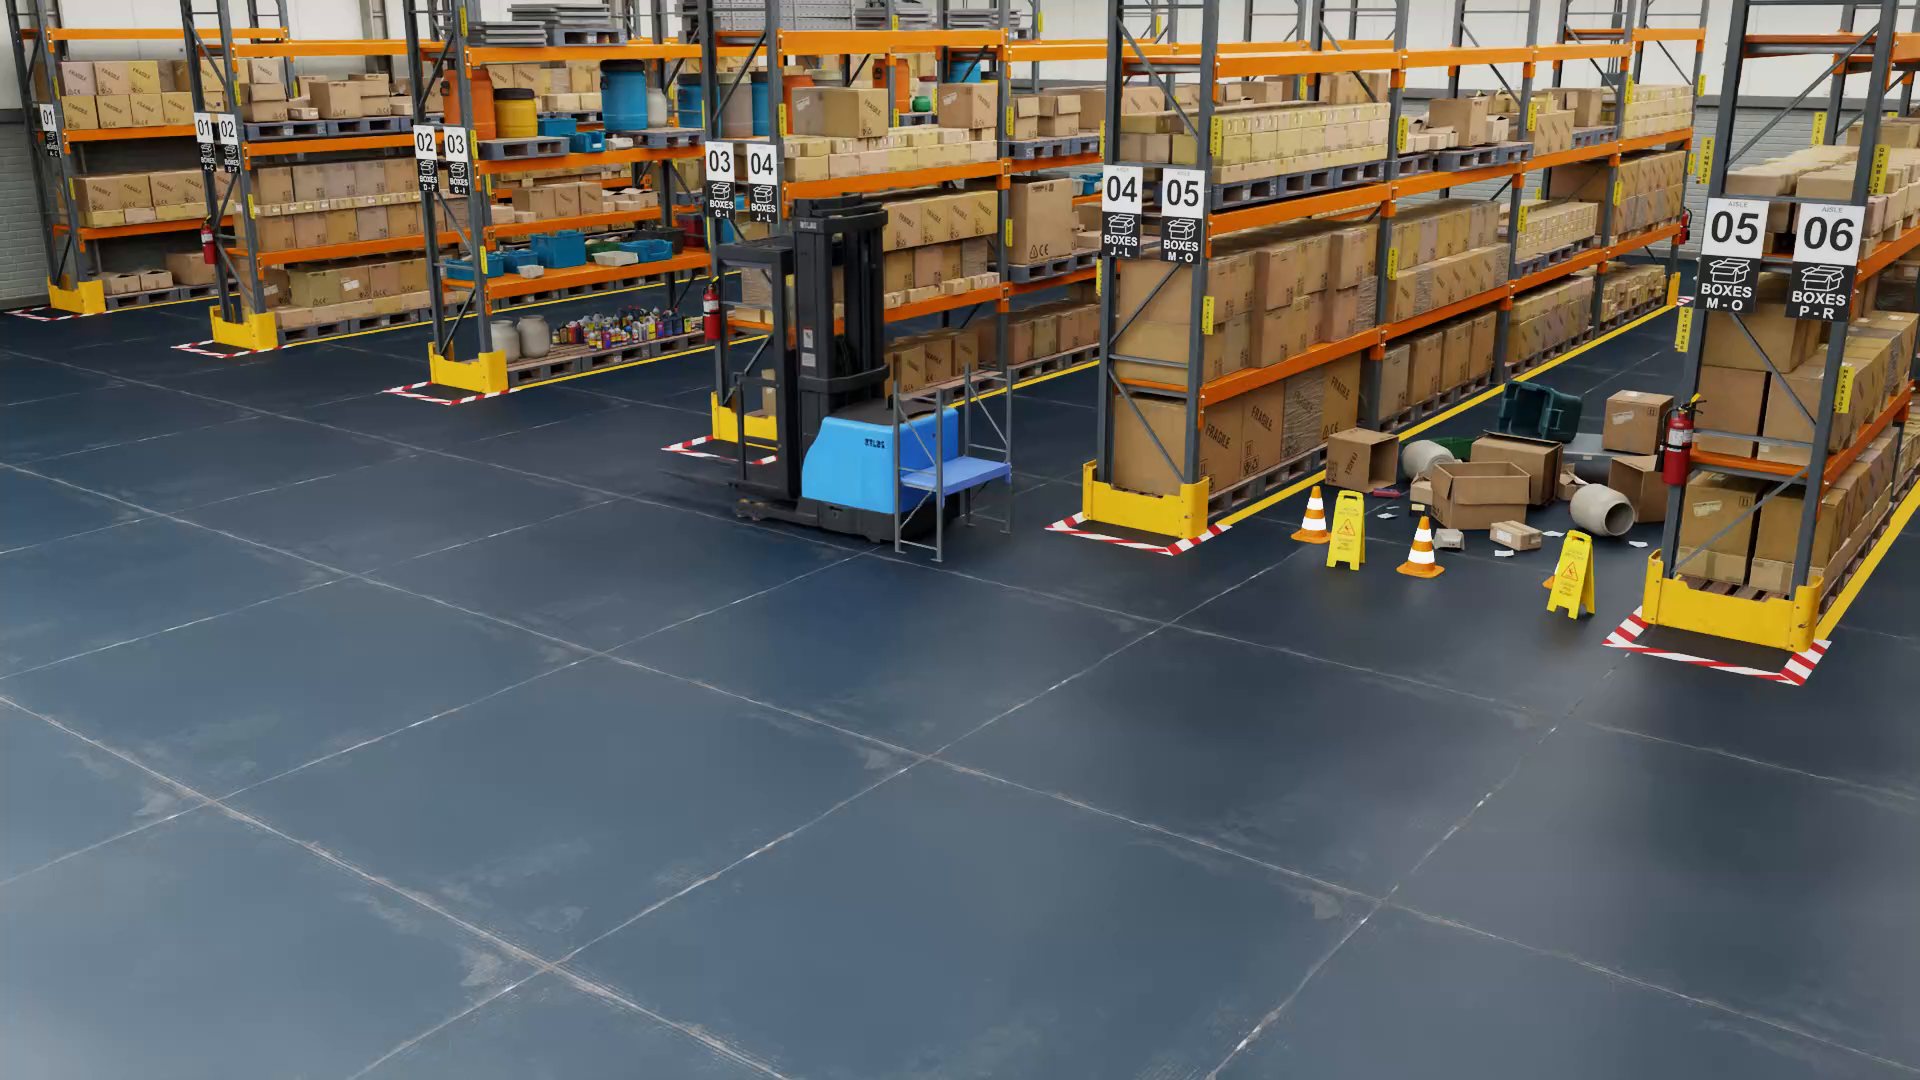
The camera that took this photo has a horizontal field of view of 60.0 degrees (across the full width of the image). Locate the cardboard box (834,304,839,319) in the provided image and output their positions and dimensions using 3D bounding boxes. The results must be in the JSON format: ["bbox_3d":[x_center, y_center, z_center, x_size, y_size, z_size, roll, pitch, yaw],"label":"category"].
[{"bbox_3d":[-1.543,-2.501,18.165,0.380,0.149,0.250,12,21,35],"label":"cardboard box"}]

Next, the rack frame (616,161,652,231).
[{"bbox_3d":[-7.014,-7.967,35.340,1.000,3.000,0.127,12,21,35],"label":"rack frame"}]

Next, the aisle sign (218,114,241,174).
[{"bbox_3d":[-9.976,-5.406,22.710,0.394,0.787,0.004,12,21,35],"label":"aisle sign"}]

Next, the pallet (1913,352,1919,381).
[{"bbox_3d":[8.685,-1.749,15.641,1.003,0.211,1.213,12,21,35],"label":"pallet"}]

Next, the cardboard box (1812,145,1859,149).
[{"bbox_3d":[7.663,-3.360,14.527,0.380,0.149,0.250,12,21,34],"label":"cardboard box"}]

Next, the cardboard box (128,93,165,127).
[{"bbox_3d":[-13.109,-6.880,26.580,0.500,0.500,0.500,14,22,37],"label":"cardboard box"}]

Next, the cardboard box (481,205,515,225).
[{"bbox_3d":[-7.542,-5.240,26.813,0.500,0.250,0.500,14,22,38],"label":"cardboard box"}]

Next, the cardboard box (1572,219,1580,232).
[{"bbox_3d":[8.300,-4.346,22.894,0.380,0.149,0.250,12,21,33],"label":"cardboard box"}]

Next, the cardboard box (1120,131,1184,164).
[{"bbox_3d":[1.761,-3.499,14.771,0.500,0.250,0.500,13,21,35],"label":"cardboard box"}]

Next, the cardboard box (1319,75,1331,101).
[{"bbox_3d":[5.663,-7.394,27.392,0.700,0.500,0.500,14,22,37],"label":"cardboard box"}]

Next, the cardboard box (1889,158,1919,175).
[{"bbox_3d":[7.380,-2.943,13.183,0.380,0.149,0.250,13,21,35],"label":"cardboard box"}]

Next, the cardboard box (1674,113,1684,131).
[{"bbox_3d":[10.870,-6.476,25.735,0.500,0.250,0.500,12,21,35],"label":"cardboard box"}]

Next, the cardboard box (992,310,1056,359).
[{"bbox_3d":[0.836,-2.704,21.868,0.700,0.500,0.500,12,21,34],"label":"cardboard box"}]

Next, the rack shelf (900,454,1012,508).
[{"bbox_3d":[-0.051,-0.524,14.509,0.538,0.185,1.000,12,21,35],"label":"rack shelf"}]

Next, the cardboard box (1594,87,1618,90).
[{"bbox_3d":[9.695,-6.730,25.036,0.380,0.149,0.250,12,21,34],"label":"cardboard box"}]

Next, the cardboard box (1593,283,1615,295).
[{"bbox_3d":[9.538,-3.733,24.802,0.380,0.149,0.250,12,21,34],"label":"cardboard box"}]

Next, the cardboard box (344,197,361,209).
[{"bbox_3d":[-9.011,-4.954,24.377,0.380,0.149,0.250,12,21,34],"label":"cardboard box"}]

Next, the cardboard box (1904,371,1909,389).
[{"bbox_3d":[8.166,-1.434,14.726,0.380,0.149,0.250,12,21,34],"label":"cardboard box"}]

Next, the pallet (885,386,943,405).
[{"bbox_3d":[-0.944,-1.646,19.687,1.003,0.211,1.213,12,21,35],"label":"pallet"}]

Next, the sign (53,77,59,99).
[{"bbox_3d":[-13.728,-6.863,25.253,0.100,0.325,0.005,12,21,35],"label":"sign"}]

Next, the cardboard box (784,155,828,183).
[{"bbox_3d":[-1.735,-3.913,17.480,0.500,0.250,0.500,13,22,36],"label":"cardboard box"}]

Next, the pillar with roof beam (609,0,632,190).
[{"bbox_3d":[-3.834,-10.390,33.030,9.100,9.000,0.400,12,21,35],"label":"pillar with roof beam"}]

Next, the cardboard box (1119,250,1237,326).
[{"bbox_3d":[1.946,-2.251,14.861,0.875,0.550,0.550,12,21,35],"label":"cardboard box"}]

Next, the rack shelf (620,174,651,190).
[{"bbox_3d":[-5.822,-8.099,36.981,1.077,0.370,4.000,12,21,35],"label":"rack shelf"}]

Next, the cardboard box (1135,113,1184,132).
[{"bbox_3d":[1.772,-3.723,14.820,0.380,0.149,0.250,13,21,35],"label":"cardboard box"}]

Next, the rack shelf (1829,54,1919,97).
[{"bbox_3d":[9.304,-4.491,15.919,1.077,0.370,4.000,12,21,35],"label":"rack shelf"}]

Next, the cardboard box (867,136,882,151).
[{"bbox_3d":[-1.078,-4.362,18.256,0.380,0.149,0.250,11,21,32],"label":"cardboard box"}]

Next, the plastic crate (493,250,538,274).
[{"bbox_3d":[-5.758,-3.613,21.570,0.499,0.251,0.408,12,21,35],"label":"plastic crate"}]

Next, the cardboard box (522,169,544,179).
[{"bbox_3d":[-8.583,-7.407,32.833,0.500,0.500,0.500,13,22,36],"label":"cardboard box"}]

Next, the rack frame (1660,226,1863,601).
[{"bbox_3d":[5.729,-0.731,12.041,1.000,3.000,0.127,12,21,35],"label":"rack frame"}]

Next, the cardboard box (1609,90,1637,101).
[{"bbox_3d":[9.504,-6.385,23.928,0.380,0.149,0.250,12,21,34],"label":"cardboard box"}]

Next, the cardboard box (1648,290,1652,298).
[{"bbox_3d":[10.782,-3.943,26.482,0.380,0.149,0.250,12,21,34],"label":"cardboard box"}]

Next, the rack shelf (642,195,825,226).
[{"bbox_3d":[-4.225,-6.272,31.097,1.077,0.370,4.000,12,21,35],"label":"rack shelf"}]

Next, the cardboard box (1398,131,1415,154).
[{"bbox_3d":[4.637,-4.251,17.667,0.258,0.266,0.396,12,21,34],"label":"cardboard box"}]

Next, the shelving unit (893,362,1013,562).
[{"bbox_3d":[-0.051,-0.696,14.456,0.538,1.500,1.048,12,21,35],"label":"shelving unit"}]

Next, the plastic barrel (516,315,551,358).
[{"bbox_3d":[-5.578,-2.660,21.738,0.421,0.512,0.421,0,17,0],"label":"plastic barrel"}]

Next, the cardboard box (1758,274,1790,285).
[{"bbox_3d":[6.387,-1.818,13.184,0.700,0.500,0.500,12,21,34],"label":"cardboard box"}]

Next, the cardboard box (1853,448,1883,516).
[{"bbox_3d":[7.371,-0.498,13.954,0.500,0.500,0.500,14,22,38],"label":"cardboard box"}]

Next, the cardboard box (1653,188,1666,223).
[{"bbox_3d":[10.560,-5.186,25.716,0.500,0.500,0.500,13,21,35],"label":"cardboard box"}]

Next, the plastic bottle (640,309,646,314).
[{"bbox_3d":[-4.537,-3.140,23.647,0.152,0.276,0.135,13,22,37],"label":"plastic bottle"}]

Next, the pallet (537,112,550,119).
[{"bbox_3d":[-7.285,-6.740,26.656,0.805,0.209,1.217,11,21,33],"label":"pallet"}]

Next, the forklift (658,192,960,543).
[{"bbox_3d":[-1.502,-1.692,15.250,3.031,2.935,1.130,12,21,33],"label":"forklift"}]

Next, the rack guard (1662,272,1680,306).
[{"bbox_3d":[11.182,-4.181,27.365,1.175,0.500,0.348,12,21,35],"label":"rack guard"}]

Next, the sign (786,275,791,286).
[{"bbox_3d":[-1.794,-2.800,17.243,0.100,0.325,0.005,12,21,35],"label":"sign"}]

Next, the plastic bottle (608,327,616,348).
[{"bbox_3d":[-4.673,-2.723,22.314,0.097,0.271,0.097,0,17,0],"label":"plastic bottle"}]

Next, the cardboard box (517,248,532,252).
[{"bbox_3d":[-7.185,-4.733,27.908,0.500,0.311,0.500,12,21,35],"label":"cardboard box"}]

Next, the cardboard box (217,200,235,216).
[{"bbox_3d":[-12.410,-5.593,27.916,0.500,0.250,0.500,12,21,34],"label":"cardboard box"}]

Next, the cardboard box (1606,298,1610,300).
[{"bbox_3d":[9.395,-3.527,24.642,0.380,0.149,0.250,13,21,35],"label":"cardboard box"}]

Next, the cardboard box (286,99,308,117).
[{"bbox_3d":[-9.709,-6.183,23.848,0.500,0.250,0.500,12,21,35],"label":"cardboard box"}]

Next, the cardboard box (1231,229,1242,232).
[{"bbox_3d":[3.953,-4.868,25.193,0.500,0.500,0.500,13,21,35],"label":"cardboard box"}]

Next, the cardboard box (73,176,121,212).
[{"bbox_3d":[-13.638,-5.465,26.239,0.500,0.500,0.500,12,21,35],"label":"cardboard box"}]

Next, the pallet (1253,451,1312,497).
[{"bbox_3d":[2.835,-0.744,16.784,1.003,0.211,1.213,12,21,35],"label":"pallet"}]

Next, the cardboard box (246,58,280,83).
[{"bbox_3d":[-11.861,-7.861,28.055,0.500,0.500,0.500,10,20,30],"label":"cardboard box"}]

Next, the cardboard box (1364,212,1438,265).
[{"bbox_3d":[4.974,-3.423,18.852,0.700,0.500,0.500,13,21,35],"label":"cardboard box"}]

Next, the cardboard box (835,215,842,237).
[{"bbox_3d":[-1.379,-3.351,18.119,0.500,0.500,0.500,12,21,35],"label":"cardboard box"}]

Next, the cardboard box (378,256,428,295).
[{"bbox_3d":[-8.503,-4.046,25.380,0.500,0.500,0.500,12,21,35],"label":"cardboard box"}]

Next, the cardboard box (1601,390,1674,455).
[{"bbox_3d":[6.665,-1.159,16.357,0.500,0.500,0.500,12,21,35],"label":"cardboard box"}]
